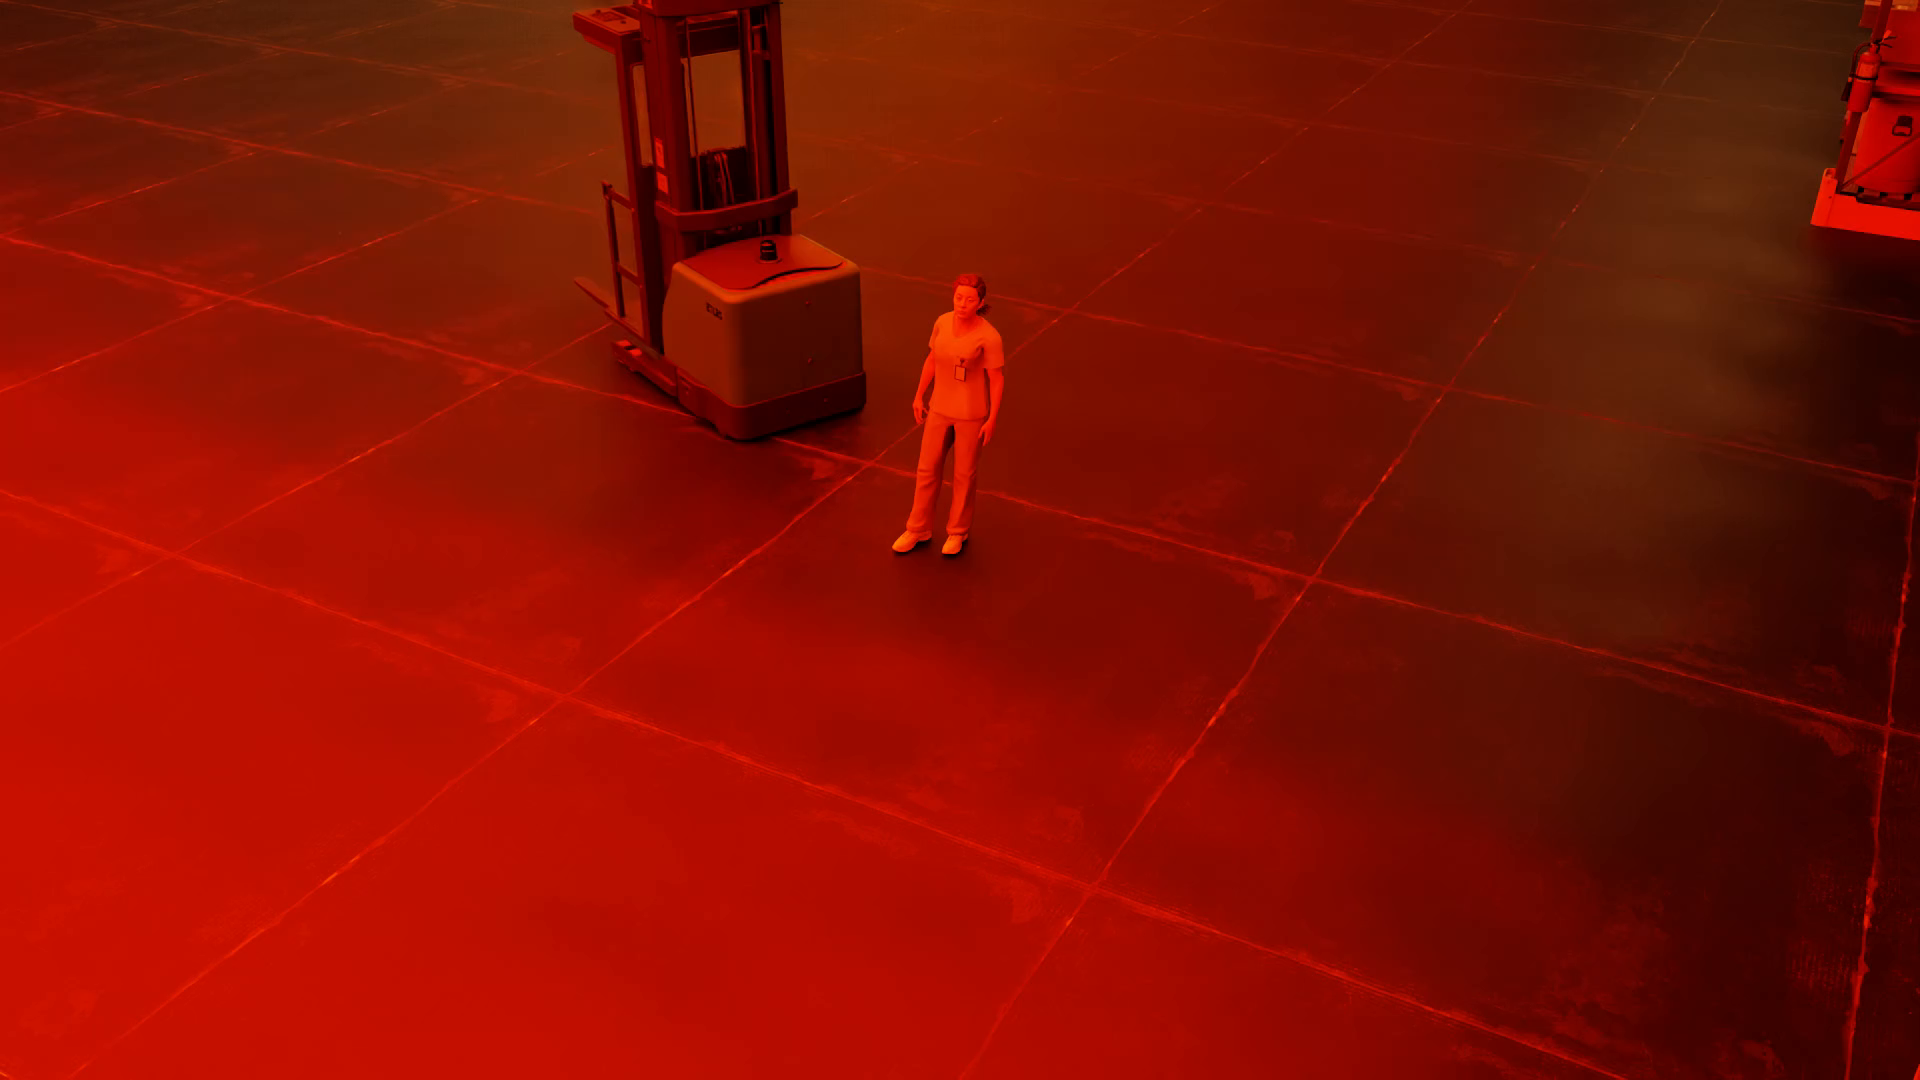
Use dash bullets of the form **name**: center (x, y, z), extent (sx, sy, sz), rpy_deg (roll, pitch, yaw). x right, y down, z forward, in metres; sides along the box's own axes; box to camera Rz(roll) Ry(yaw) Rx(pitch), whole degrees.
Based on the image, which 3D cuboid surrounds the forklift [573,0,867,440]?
- **forklift**: center (-1.907, -2.619, 11.609), extent (1.130, 2.935, 3.031), rpy_deg (-19, 35, -30)

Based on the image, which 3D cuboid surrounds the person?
- **person**: center (-0.048, -0.703, 9.530), extent (0.549, 1.673, 0.548), rpy_deg (15, 33, 25)
